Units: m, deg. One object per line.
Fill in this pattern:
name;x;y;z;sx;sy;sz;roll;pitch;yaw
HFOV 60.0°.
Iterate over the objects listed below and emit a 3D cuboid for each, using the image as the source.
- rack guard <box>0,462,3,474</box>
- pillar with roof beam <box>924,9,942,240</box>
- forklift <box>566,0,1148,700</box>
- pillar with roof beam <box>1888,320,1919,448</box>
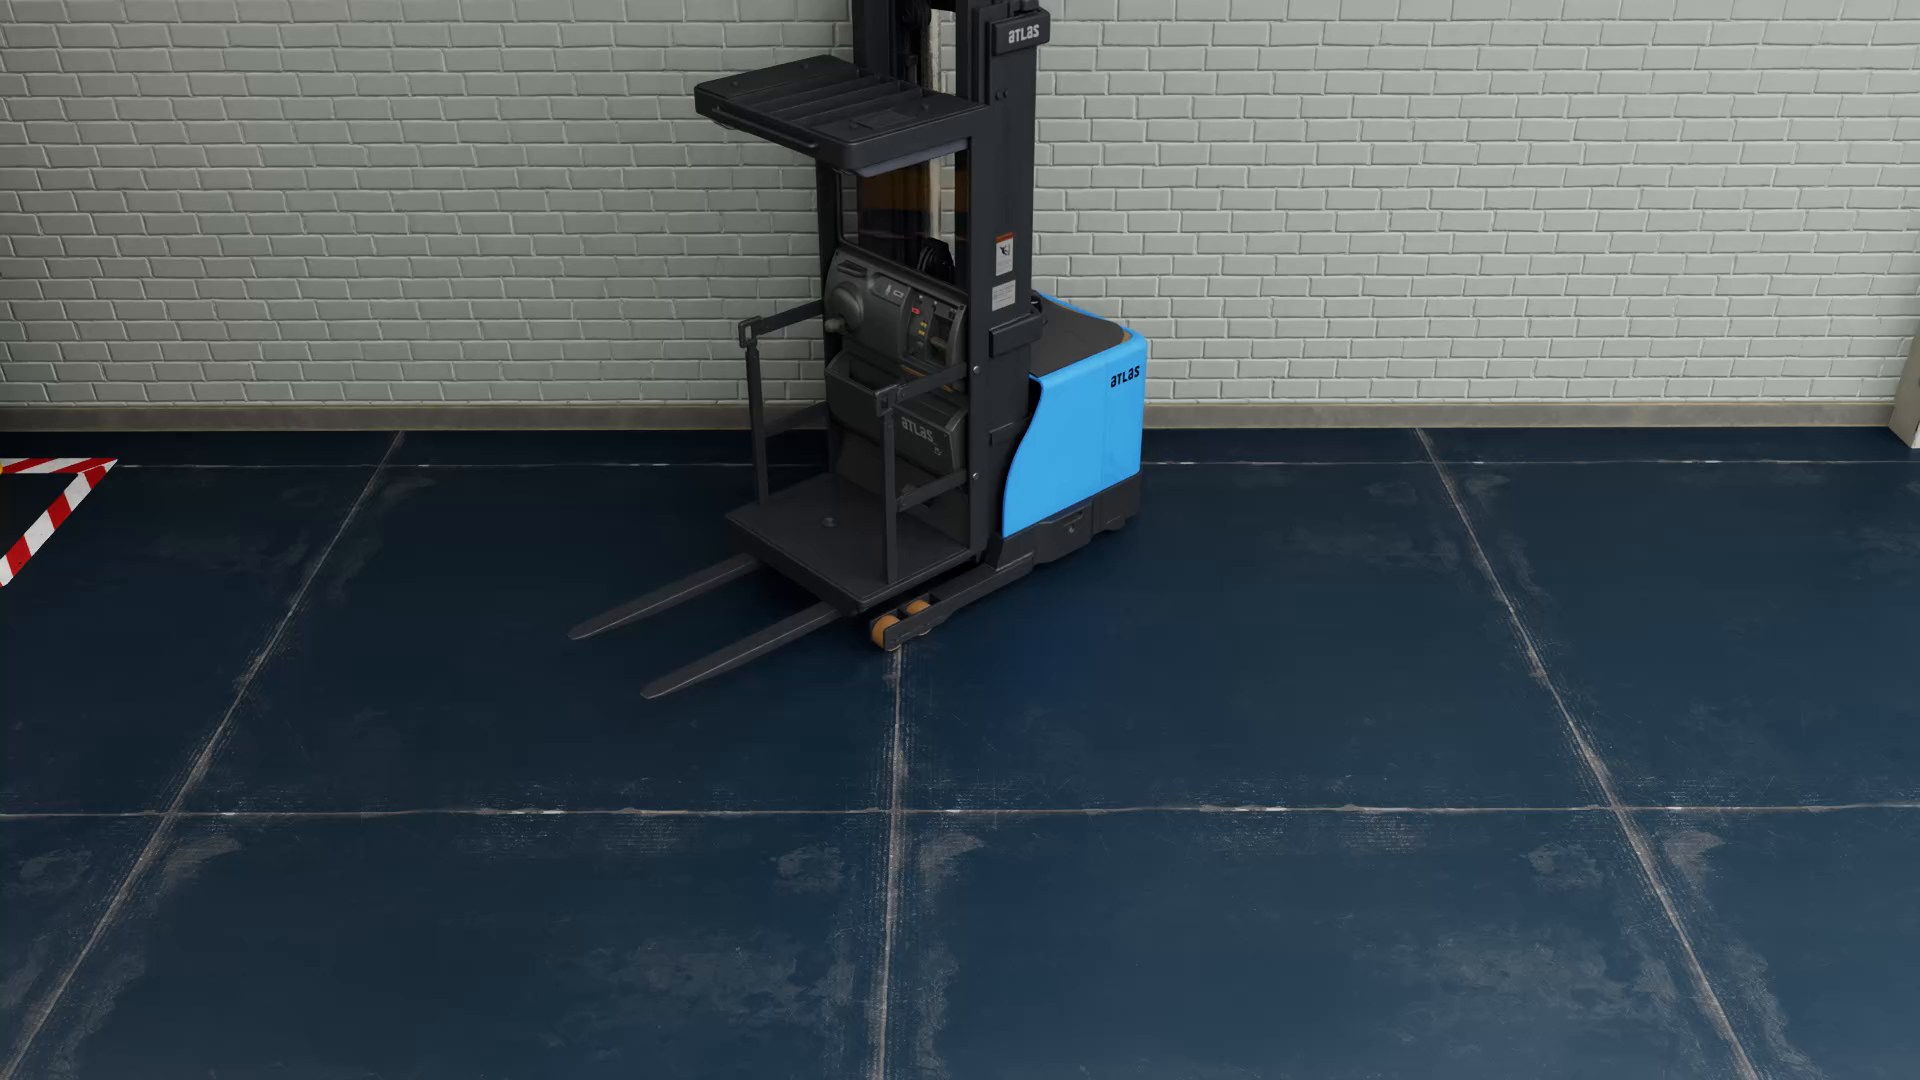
rack guard;-5.571;-0.324;8.803;0.348;0.500;1.175;0;31;0
pillar with roof beam;-0.271;-2.209;3.715;0.400;9.000;9.100;0;31;0
forklift;-0.463;-1.033;7.627;3.031;2.935;1.130;-25;39;-35
pillar with roof beam;5.729;-2.228;3.746;0.400;9.000;9.100;0;31;0
